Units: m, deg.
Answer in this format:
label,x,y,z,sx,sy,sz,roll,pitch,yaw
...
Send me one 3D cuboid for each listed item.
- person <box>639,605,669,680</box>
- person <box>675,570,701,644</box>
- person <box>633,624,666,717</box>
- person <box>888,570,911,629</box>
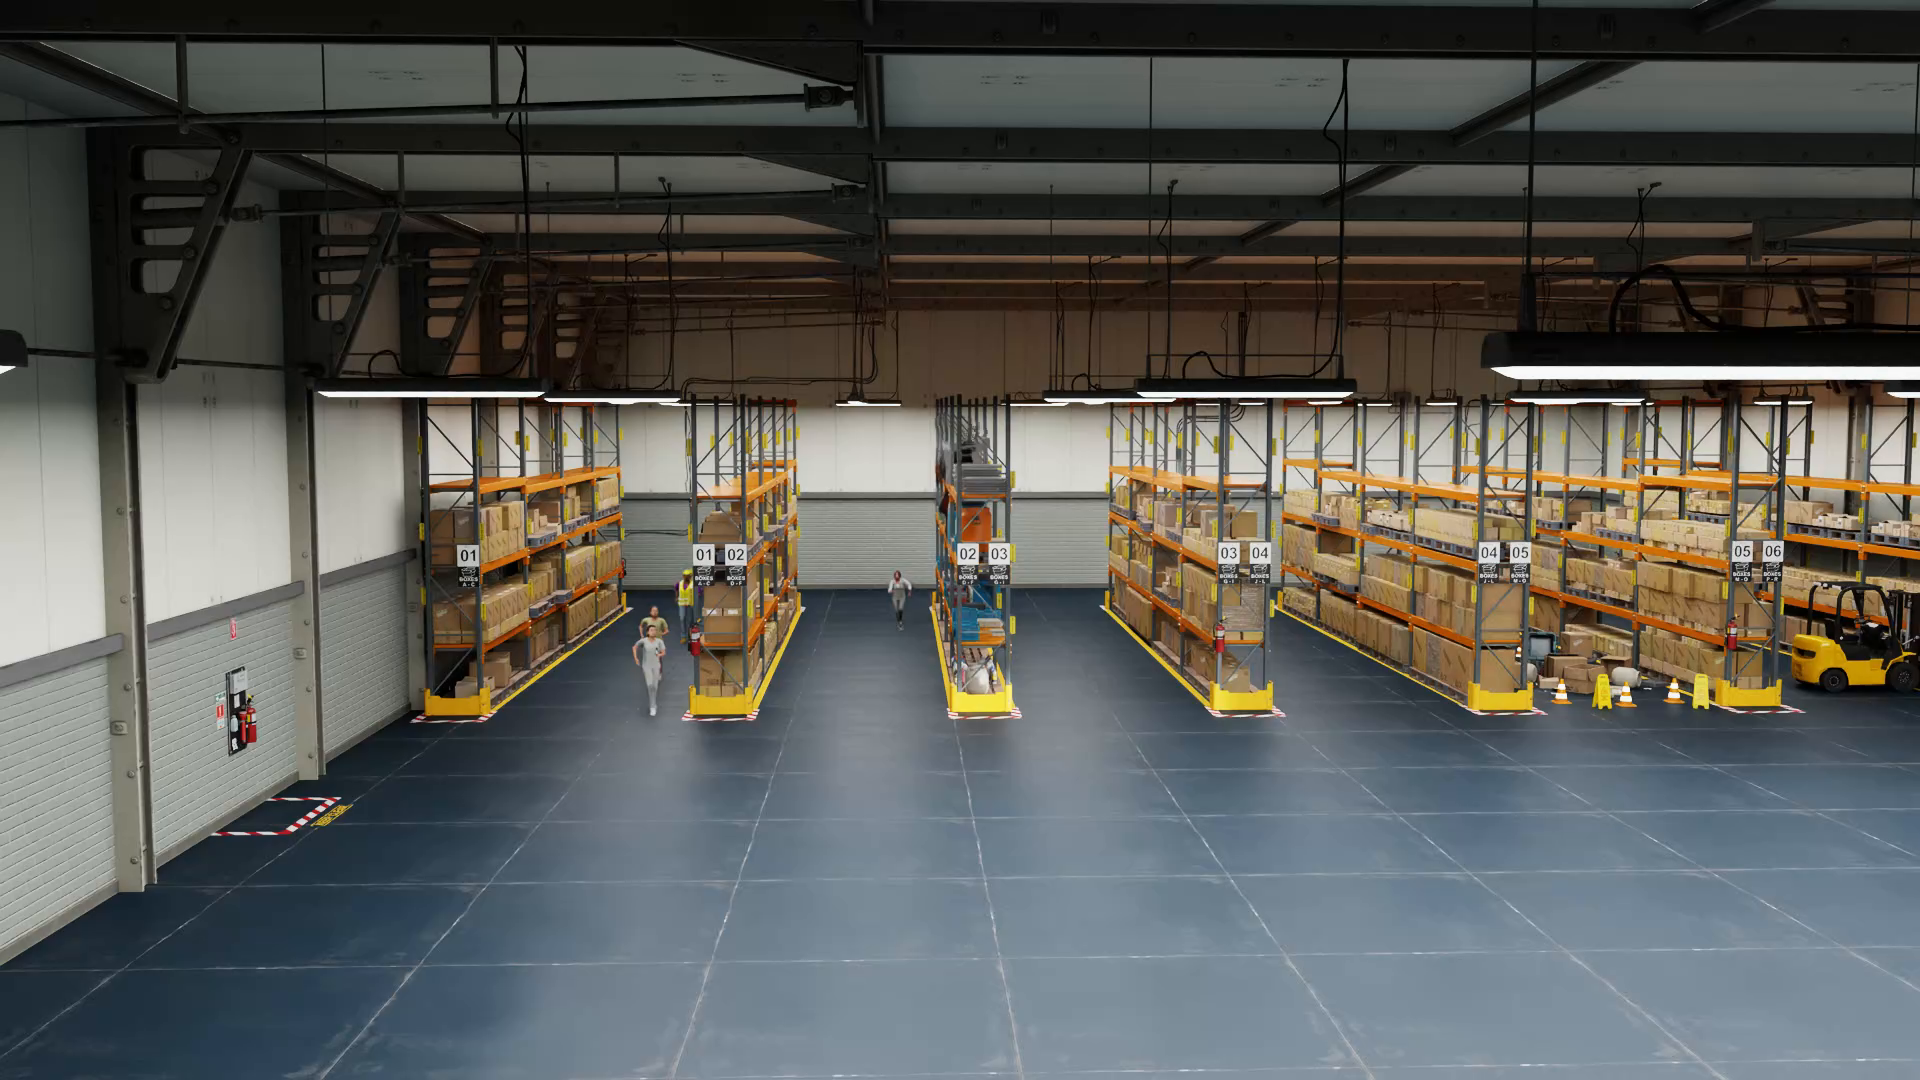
label,x,y,z,sx,sy,sz,roll,pitch,yaw
person,-6.315,2.180,34.367,0.592,1.681,0.967,-1,5,-15
person,-6.713,1.618,40.917,0.700,1.774,0.972,0,5,3
person,-5.826,2.438,31.336,0.570,1.702,0.825,-2,5,-24
person,-1.565,1.554,42.926,0.572,1.549,0.707,0,5,5
